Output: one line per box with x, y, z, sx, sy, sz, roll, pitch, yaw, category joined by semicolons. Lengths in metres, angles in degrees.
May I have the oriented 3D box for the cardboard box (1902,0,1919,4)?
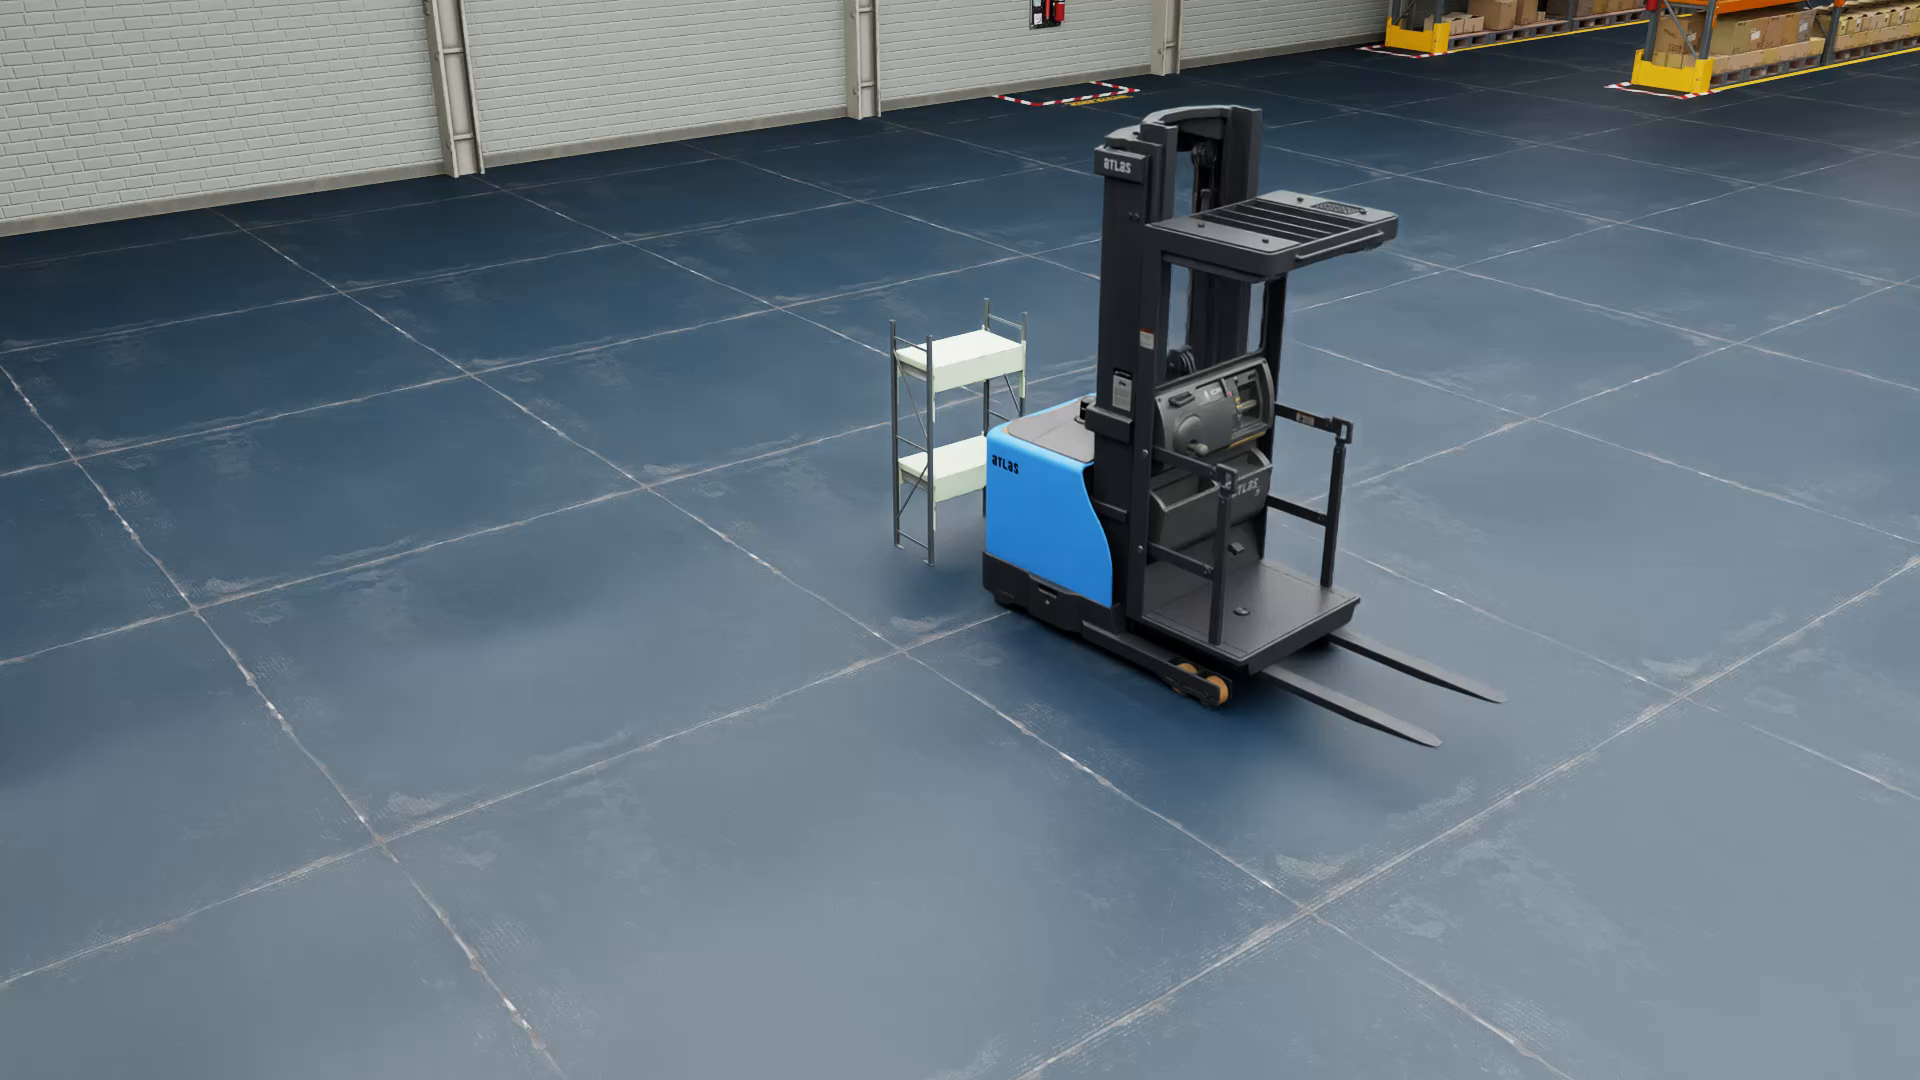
17.142;-9.505;29.768;0.500;0.311;0.500;-17;30;-33;cardboard box

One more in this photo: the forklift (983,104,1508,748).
1.512;-0.683;8.739;1.130;2.935;3.031;-22;33;-38;forklift

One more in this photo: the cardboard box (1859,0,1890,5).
16.401;-9.544;29.854;0.500;0.311;0.500;-19;31;-35;cardboard box

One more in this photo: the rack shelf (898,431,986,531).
-0.005;-0.383;10.568;0.720;0.370;0.431;-18;31;-34;rack shelf

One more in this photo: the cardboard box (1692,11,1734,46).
12.123;-8.233;26.802;0.500;0.500;0.500;-18;31;-34;cardboard box

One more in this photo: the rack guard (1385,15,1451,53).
8.107;-8.973;29.490;0.348;0.500;1.175;-18;31;-34;rack guard

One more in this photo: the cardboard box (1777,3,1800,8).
13.697;-8.752;27.922;0.500;0.500;0.500;-18;31;-34;cardboard box

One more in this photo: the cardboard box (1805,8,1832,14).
14.802;-9.021;28.725;0.500;0.311;0.500;-17;30;-33;cardboard box

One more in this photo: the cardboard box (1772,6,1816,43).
13.624;-8.450;27.271;0.500;0.500;0.500;-18;31;-34;cardboard box

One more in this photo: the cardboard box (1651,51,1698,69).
11.347;-7.627;26.388;0.500;0.250;0.500;-18;31;-34;cardboard box

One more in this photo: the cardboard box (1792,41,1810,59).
13.625;-8.110;27.428;0.500;0.250;0.500;-18;31;-34;cardboard box

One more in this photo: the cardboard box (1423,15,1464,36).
8.647;-9.217;29.717;0.500;0.311;0.500;-23;33;-40;cardboard box

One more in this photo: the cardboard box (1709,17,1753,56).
12.059;-7.926;26.142;0.500;0.500;0.500;-18;31;-34;cardboard box

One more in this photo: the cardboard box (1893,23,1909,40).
16.338;-8.986;29.316;0.500;0.250;0.500;-17;30;-33;cardboard box

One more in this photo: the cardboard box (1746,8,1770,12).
12.910;-8.493;27.363;0.500;0.500;0.500;-18;31;-34;cardboard box

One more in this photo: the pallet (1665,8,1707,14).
15.010;-11.080;34.373;1.213;0.211;1.003;-18;31;-34;pallet

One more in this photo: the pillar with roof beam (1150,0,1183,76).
5.999;-10.292;22.236;0.400;9.000;9.100;-18;31;-34;pillar with roof beam

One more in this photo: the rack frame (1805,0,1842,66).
14.255;-9.486;27.626;0.127;3.000;1.000;-18;31;-34;rack frame

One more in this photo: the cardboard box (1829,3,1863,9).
15.594;-9.279;29.282;0.500;0.311;0.500;-19;31;-35;cardboard box

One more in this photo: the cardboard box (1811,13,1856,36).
14.734;-8.708;28.052;0.500;0.311;0.500;-18;30;-34;cardboard box

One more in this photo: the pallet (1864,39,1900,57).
15.771;-8.744;29.340;1.213;0.211;1.003;-18;31;-34;pallet

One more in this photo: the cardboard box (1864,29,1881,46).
15.534;-8.720;28.742;0.500;0.250;0.500;-19;31;-36;cardboard box

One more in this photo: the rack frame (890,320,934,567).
-0.293;-0.583;10.226;0.023;1.500;0.400;-18;31;-34;rack frame

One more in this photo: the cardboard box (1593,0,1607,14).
12.140;-10.539;32.342;0.500;0.500;0.700;-19;31;-35;cardboard box

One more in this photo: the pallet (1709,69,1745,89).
11.683;-7.394;26.432;1.213;0.211;1.003;-18;31;-34;pallet

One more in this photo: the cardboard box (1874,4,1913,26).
16.338;-9.237;29.192;0.500;0.311;0.500;-18;31;-34;cardboard box

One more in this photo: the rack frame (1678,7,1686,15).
14.343;-12.165;33.399;0.127;3.000;1.000;-18;31;-34;rack frame

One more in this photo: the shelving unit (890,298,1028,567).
-0.005;-0.679;10.431;0.755;1.500;0.431;-18;31;-34;shelving unit

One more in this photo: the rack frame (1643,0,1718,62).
11.107;-8.447;25.387;0.127;3.000;1.000;-18;31;-34;rack frame

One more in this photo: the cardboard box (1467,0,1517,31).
9.704;-9.624;30.371;0.500;0.500;0.700;-21;32;-37;cardboard box

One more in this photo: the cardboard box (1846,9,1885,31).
15.537;-8.971;28.619;0.500;0.311;0.500;-19;31;-36;cardboard box

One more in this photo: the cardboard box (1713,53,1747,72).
12.057;-7.587;26.301;0.500;0.250;0.500;-18;31;-34;cardboard box

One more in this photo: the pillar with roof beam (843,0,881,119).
1.278;-8.733;18.878;0.400;9.000;9.100;-18;31;-34;pillar with roof beam

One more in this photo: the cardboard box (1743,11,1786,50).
12.848;-8.184;26.699;0.500;0.500;0.500;-18;31;-34;cardboard box

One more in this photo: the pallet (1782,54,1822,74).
13.603;-8.028;27.798;1.213;0.211;1.003;-18;31;-34;pallet

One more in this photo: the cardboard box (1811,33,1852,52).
14.725;-8.452;28.165;0.500;0.250;0.500;-19;31;-35;cardboard box

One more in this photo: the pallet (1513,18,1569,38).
10.688;-9.675;31.346;1.213;0.211;1.003;-18;31;-34;pallet

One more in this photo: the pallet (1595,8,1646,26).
12.767;-10.382;32.870;1.213;0.211;1.003;-18;31;-34;pallet

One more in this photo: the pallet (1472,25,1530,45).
9.728;-9.356;30.659;1.213;0.211;1.003;-18;31;-34;pallet

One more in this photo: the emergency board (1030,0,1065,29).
1.375;-8.367;25.216;0.643;1.169;0.194;-18;31;-34;emergency board

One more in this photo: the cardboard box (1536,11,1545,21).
10.792;-9.891;31.343;0.380;0.166;0.250;22;33;39;cardboard box

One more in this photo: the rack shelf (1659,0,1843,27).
12.681;-8.640;26.658;4.000;0.370;1.077;-18;31;-34;rack shelf

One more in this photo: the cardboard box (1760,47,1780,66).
12.848;-7.845;26.857;0.500;0.250;0.500;-18;31;-34;cardboard box

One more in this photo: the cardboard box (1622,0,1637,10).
12.958;-10.793;32.888;0.500;0.500;0.700;-18;31;-34;cardboard box
